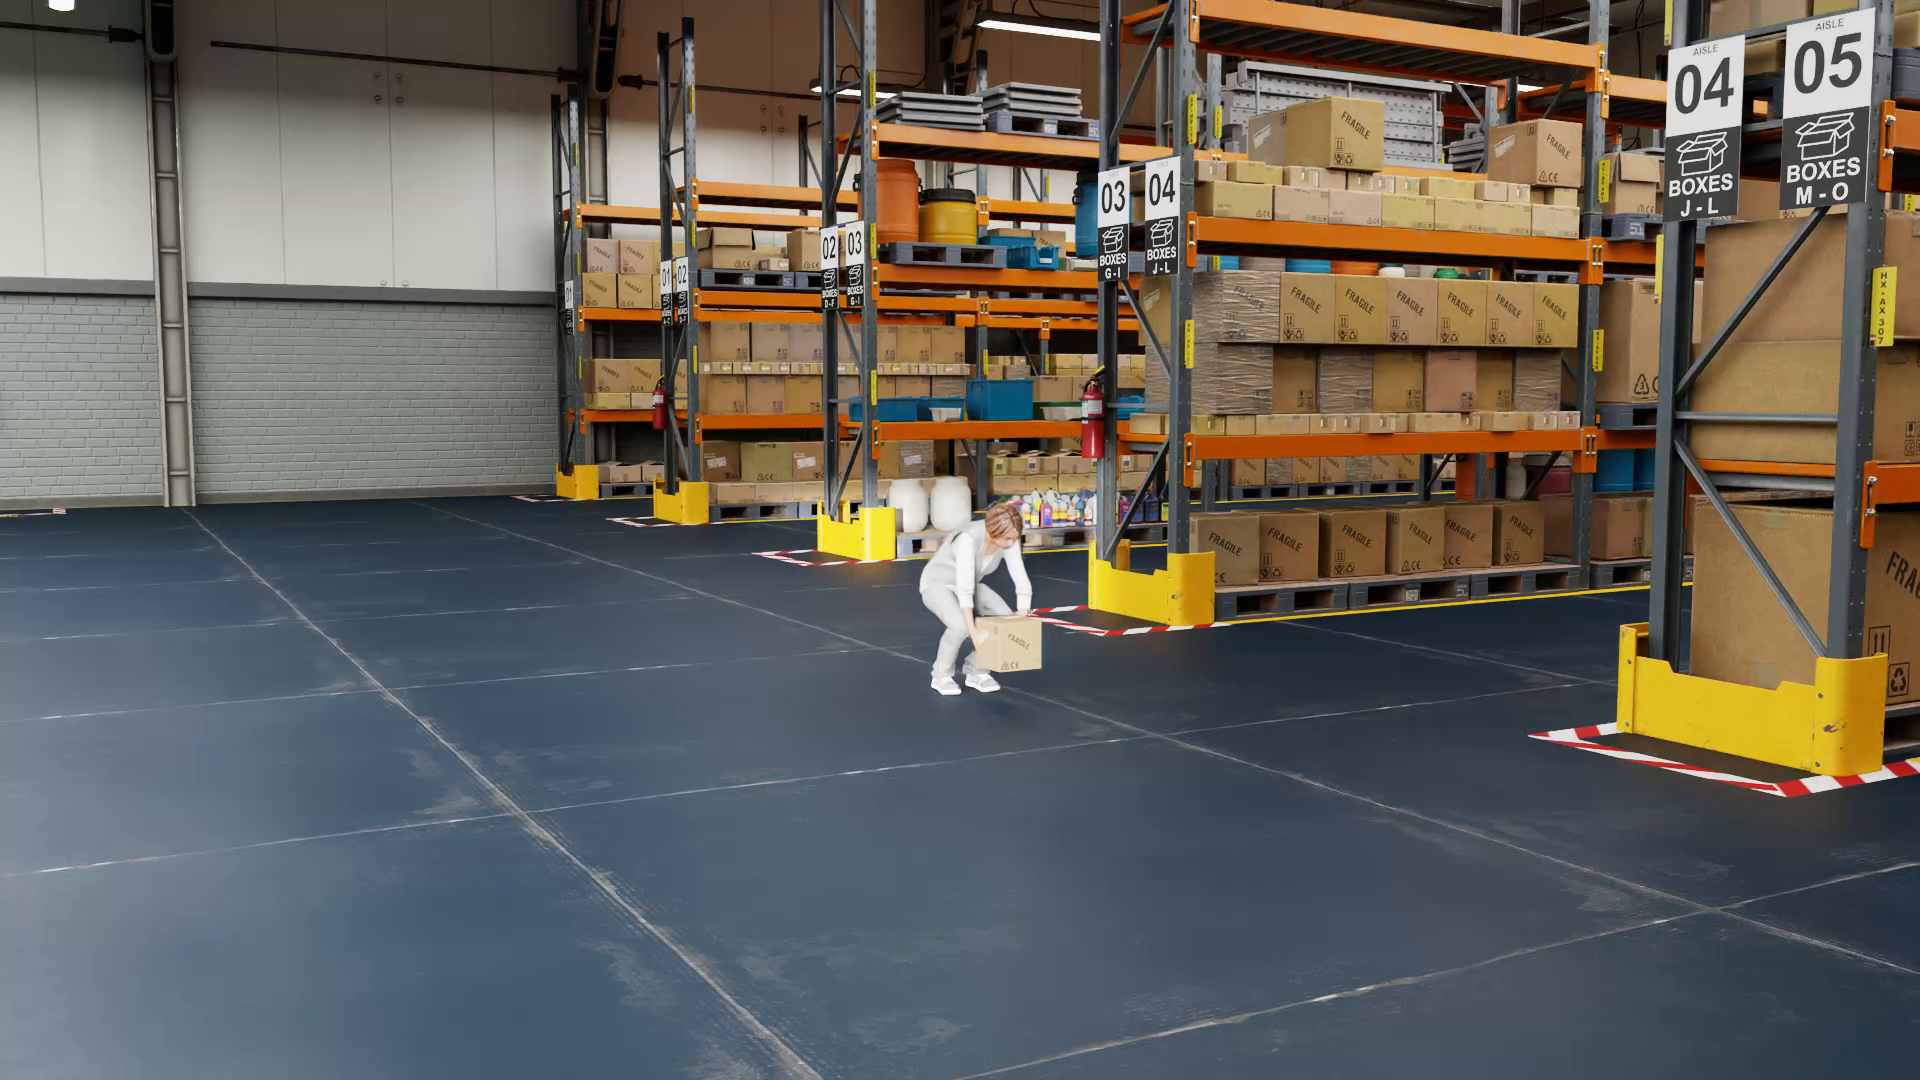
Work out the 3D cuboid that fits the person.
[{"bbox_3d":[0.086,0.316,8.920,0.456,1.025,0.757,-3,6,-29],"label":"person"}]
